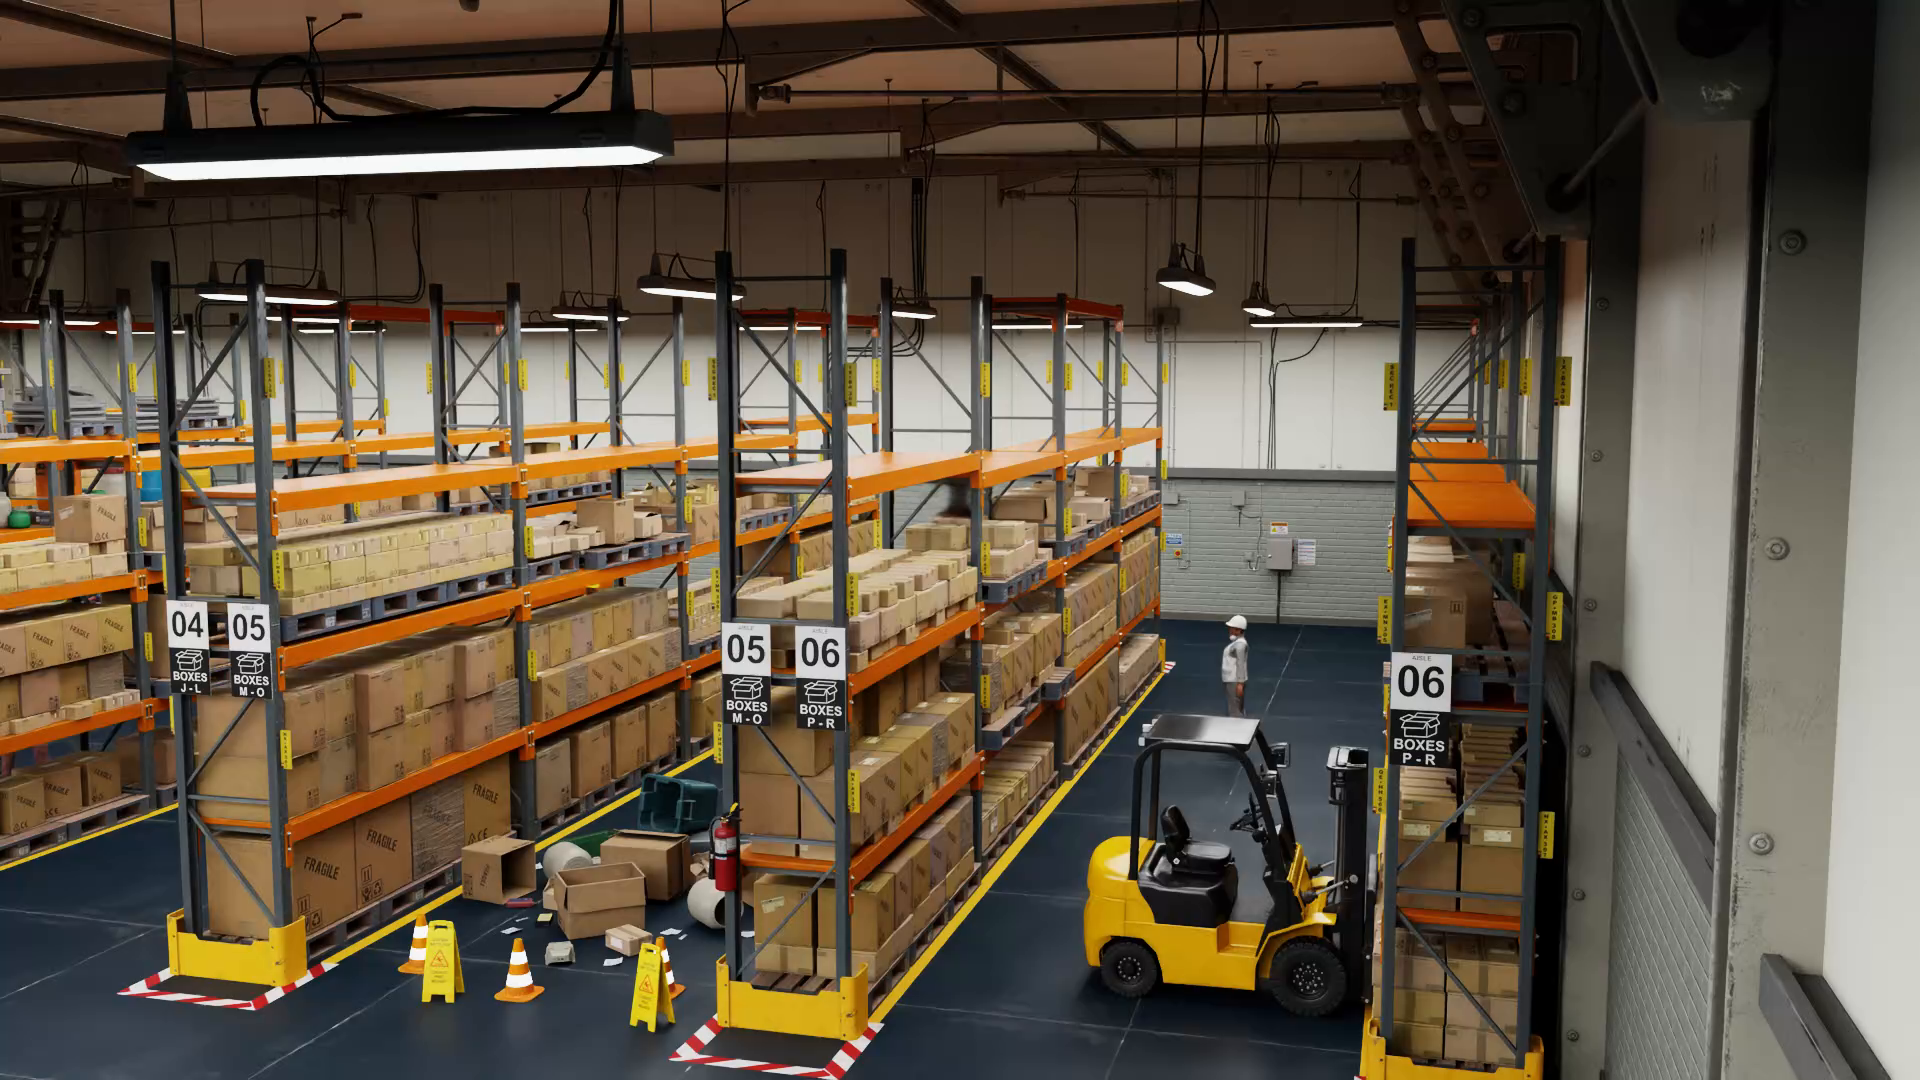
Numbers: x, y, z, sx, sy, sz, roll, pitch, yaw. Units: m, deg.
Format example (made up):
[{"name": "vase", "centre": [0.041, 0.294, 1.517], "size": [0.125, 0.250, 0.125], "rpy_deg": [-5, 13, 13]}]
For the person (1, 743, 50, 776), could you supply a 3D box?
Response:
[{"name": "person", "centre": [-11.336, 2.234, 20.142], "size": [0.657, 1.681, 0.568], "rpy_deg": [-6, 8, -43]}]

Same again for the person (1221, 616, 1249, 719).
[{"name": "person", "centre": [3.722, 1.907, 22.475], "size": [0.375, 1.777, 0.610], "rpy_deg": [2, 6, 15]}]

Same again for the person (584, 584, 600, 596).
[{"name": "person", "centre": [-5.837, 1.482, 26.436], "size": [0.421, 1.769, 0.635], "rpy_deg": [1, 6, 11]}]
